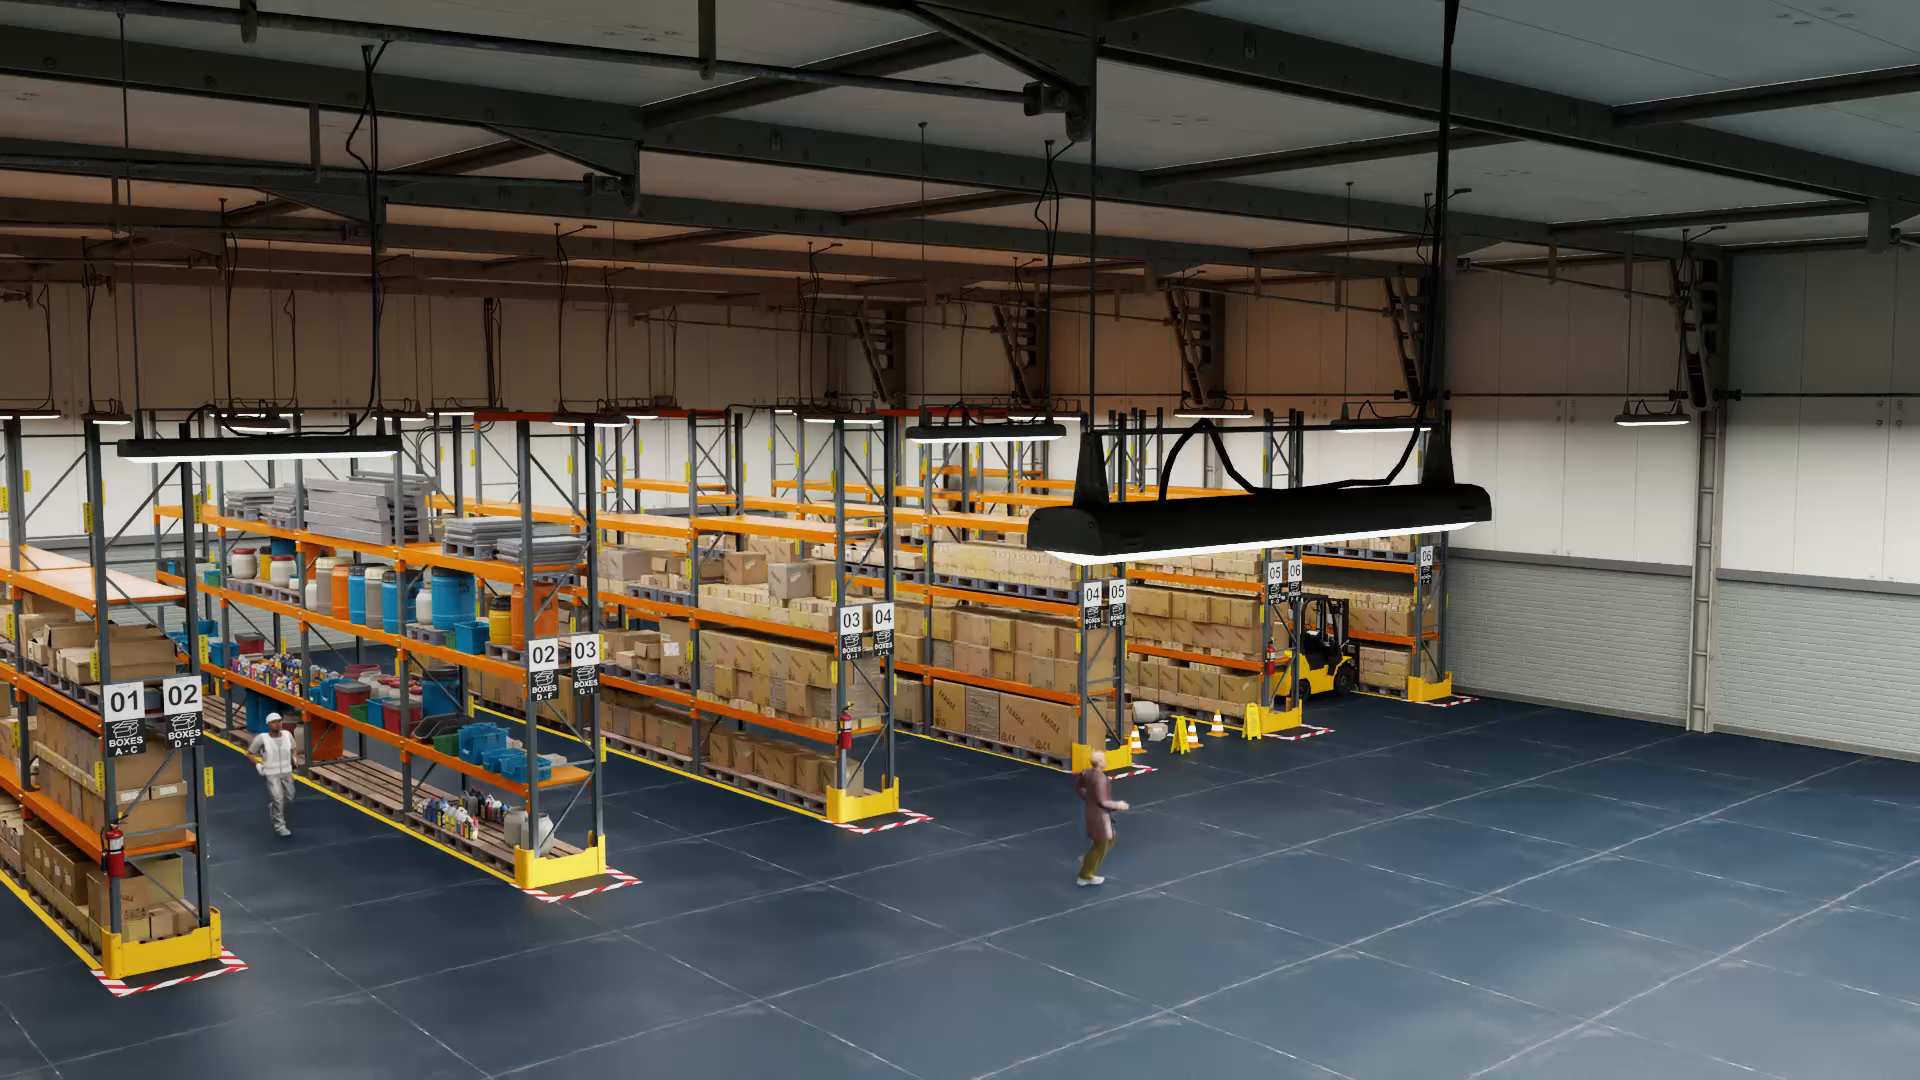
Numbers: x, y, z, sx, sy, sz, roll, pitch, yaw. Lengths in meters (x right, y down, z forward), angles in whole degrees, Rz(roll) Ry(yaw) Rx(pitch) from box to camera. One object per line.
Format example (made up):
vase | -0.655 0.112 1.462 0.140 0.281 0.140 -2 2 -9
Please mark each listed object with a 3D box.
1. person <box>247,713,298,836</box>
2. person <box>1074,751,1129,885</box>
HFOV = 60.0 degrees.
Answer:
person | -9.865 3.357 23.964 0.804 1.748 0.694 5 7 44
person | 1.822 3.570 21.424 0.654 1.735 0.682 -1 5 -13
